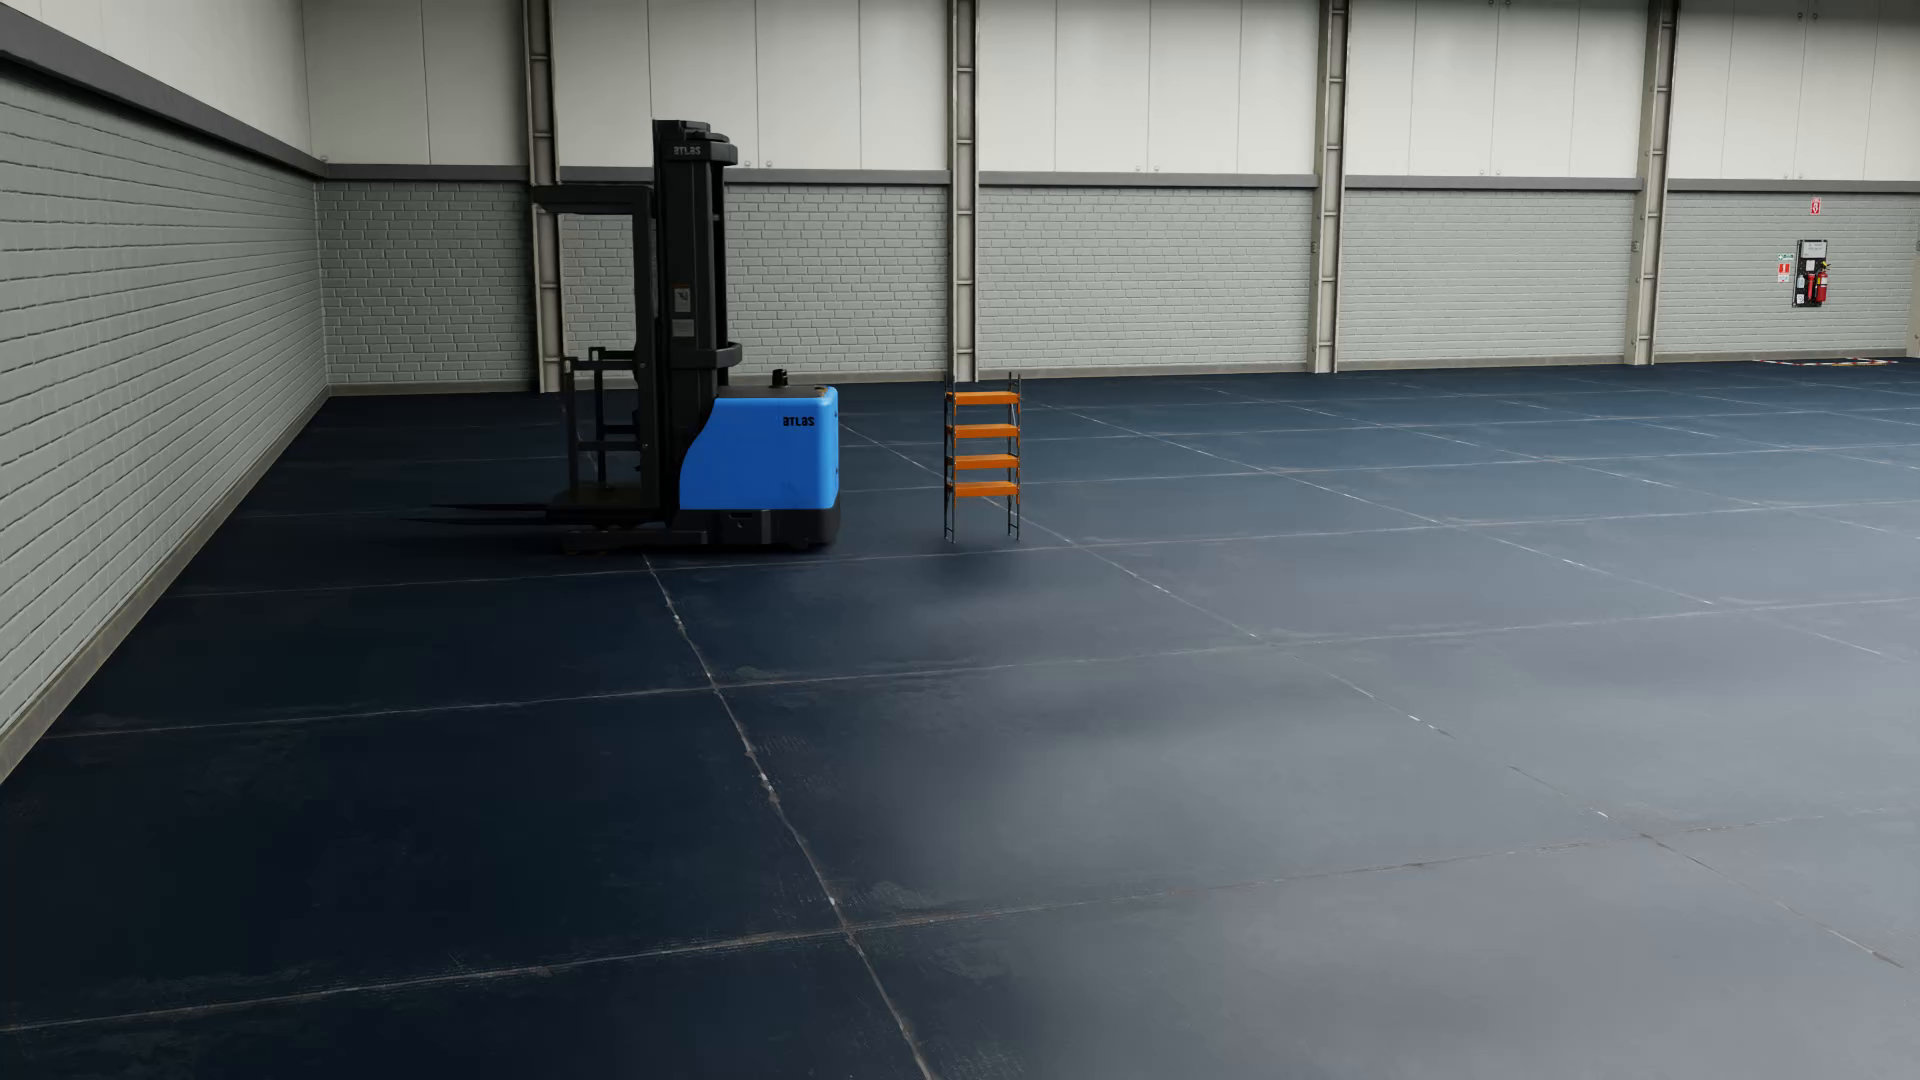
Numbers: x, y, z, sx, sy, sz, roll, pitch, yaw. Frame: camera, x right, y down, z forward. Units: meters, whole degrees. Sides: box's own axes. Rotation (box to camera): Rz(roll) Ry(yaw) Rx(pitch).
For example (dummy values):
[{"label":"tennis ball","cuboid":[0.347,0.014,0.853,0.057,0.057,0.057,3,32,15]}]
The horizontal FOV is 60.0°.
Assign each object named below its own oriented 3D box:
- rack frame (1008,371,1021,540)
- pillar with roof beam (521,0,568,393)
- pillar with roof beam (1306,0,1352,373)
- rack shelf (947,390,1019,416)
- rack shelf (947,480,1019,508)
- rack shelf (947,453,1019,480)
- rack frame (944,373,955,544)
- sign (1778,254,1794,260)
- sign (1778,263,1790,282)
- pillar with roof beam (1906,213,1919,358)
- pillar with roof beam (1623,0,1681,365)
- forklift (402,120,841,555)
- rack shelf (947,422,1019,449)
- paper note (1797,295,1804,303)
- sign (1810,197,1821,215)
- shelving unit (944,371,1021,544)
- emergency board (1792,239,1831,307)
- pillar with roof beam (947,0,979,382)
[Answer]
[{"label":"rack frame","cuboid":[0.393,-0.611,12.050,0.015,1.200,0.240,-3,11,-16]},{"label":"pillar with roof beam","cuboid":[-4.512,-5.769,18.528,0.400,9.000,9.100,-3,11,-16]},{"label":"pillar with roof beam","cuboid":[7.009,-6.376,21.827,0.400,9.000,9.100,-3,11,-16]},{"label":"rack shelf","cuboid":[0.159,-0.985,11.912,0.480,0.148,0.258,-3,11,-16]},{"label":"rack shelf","cuboid":[0.159,-0.337,12.031,0.480,0.148,0.258,-3,11,-16]},{"label":"rack shelf","cuboid":[0.159,-0.532,11.996,0.480,0.148,0.258,-3,11,-16]},{"label":"rack frame","cuboid":[-0.075,-0.586,11.916,0.015,1.200,0.240,-3,11,-16]},{"label":"sign","cuboid":[14.392,-4.930,28.978,0.331,0.109,0.001,-3,11,-16]},{"label":"sign","cuboid":[14.385,-4.670,29.033,0.234,0.329,0.001,-3,11,-16]},{"label":"pillar with roof beam","cuboid":[18.531,-6.983,25.126,0.400,9.000,9.100,-3,11,-16]},{"label":"pillar with roof beam","cuboid":[12.770,-6.680,23.476,0.400,9.000,9.100,-3,11,-16]},{"label":"forklift","cuboid":[-2.397,-1.437,11.755,3.031,2.935,1.130,0,10,-1]},{"label":"rack shelf","cuboid":[0.159,-0.752,11.955,0.480,0.148,0.258,-3,11,-16]},{"label":"paper note","cuboid":[14.755,-4.233,29.187,0.142,0.148,0.016,-3,11,-16]},{"label":"sign","cuboid":[14.909,-5.820,28.973,0.199,0.298,0.001,-3,11,-16]},{"label":"shelving unit","cuboid":[0.159,-0.598,11.983,0.503,1.200,0.258,-3,11,-16]},{"label":"emergency board","cuboid":[14.945,-4.663,29.091,0.643,1.169,0.194,-3,11,-16]},{"label":"pillar with roof beam","cuboid":[1.249,-6.073,20.178,0.400,9.000,9.100,-3,11,-16]}]
